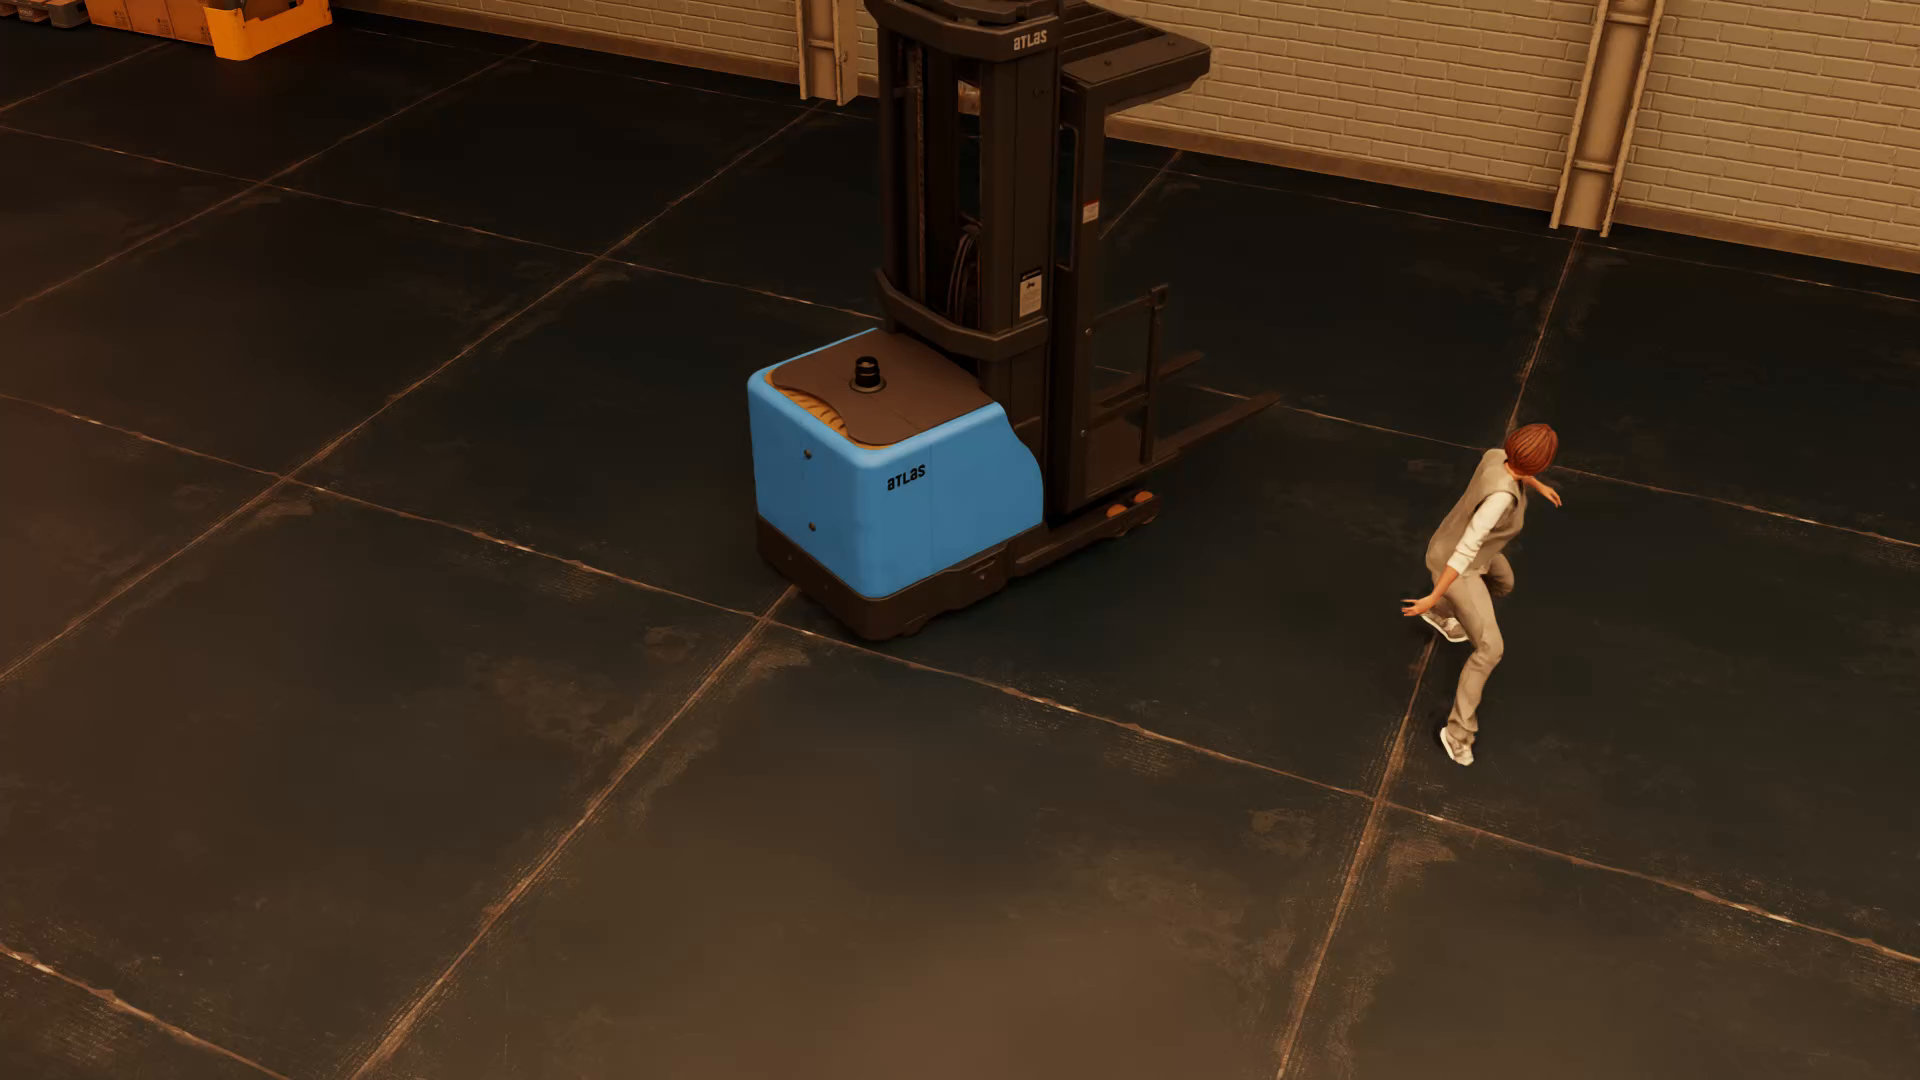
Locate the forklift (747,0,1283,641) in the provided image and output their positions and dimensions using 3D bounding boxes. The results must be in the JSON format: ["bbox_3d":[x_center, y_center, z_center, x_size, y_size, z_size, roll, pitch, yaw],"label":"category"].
[{"bbox_3d":[0.437,-1.425,8.084,3.031,2.935,1.130,-25,43,-31],"label":"forklift"}]

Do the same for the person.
[{"bbox_3d":[2.245,0.157,7.222,0.508,1.532,0.957,15,38,20],"label":"person"}]
